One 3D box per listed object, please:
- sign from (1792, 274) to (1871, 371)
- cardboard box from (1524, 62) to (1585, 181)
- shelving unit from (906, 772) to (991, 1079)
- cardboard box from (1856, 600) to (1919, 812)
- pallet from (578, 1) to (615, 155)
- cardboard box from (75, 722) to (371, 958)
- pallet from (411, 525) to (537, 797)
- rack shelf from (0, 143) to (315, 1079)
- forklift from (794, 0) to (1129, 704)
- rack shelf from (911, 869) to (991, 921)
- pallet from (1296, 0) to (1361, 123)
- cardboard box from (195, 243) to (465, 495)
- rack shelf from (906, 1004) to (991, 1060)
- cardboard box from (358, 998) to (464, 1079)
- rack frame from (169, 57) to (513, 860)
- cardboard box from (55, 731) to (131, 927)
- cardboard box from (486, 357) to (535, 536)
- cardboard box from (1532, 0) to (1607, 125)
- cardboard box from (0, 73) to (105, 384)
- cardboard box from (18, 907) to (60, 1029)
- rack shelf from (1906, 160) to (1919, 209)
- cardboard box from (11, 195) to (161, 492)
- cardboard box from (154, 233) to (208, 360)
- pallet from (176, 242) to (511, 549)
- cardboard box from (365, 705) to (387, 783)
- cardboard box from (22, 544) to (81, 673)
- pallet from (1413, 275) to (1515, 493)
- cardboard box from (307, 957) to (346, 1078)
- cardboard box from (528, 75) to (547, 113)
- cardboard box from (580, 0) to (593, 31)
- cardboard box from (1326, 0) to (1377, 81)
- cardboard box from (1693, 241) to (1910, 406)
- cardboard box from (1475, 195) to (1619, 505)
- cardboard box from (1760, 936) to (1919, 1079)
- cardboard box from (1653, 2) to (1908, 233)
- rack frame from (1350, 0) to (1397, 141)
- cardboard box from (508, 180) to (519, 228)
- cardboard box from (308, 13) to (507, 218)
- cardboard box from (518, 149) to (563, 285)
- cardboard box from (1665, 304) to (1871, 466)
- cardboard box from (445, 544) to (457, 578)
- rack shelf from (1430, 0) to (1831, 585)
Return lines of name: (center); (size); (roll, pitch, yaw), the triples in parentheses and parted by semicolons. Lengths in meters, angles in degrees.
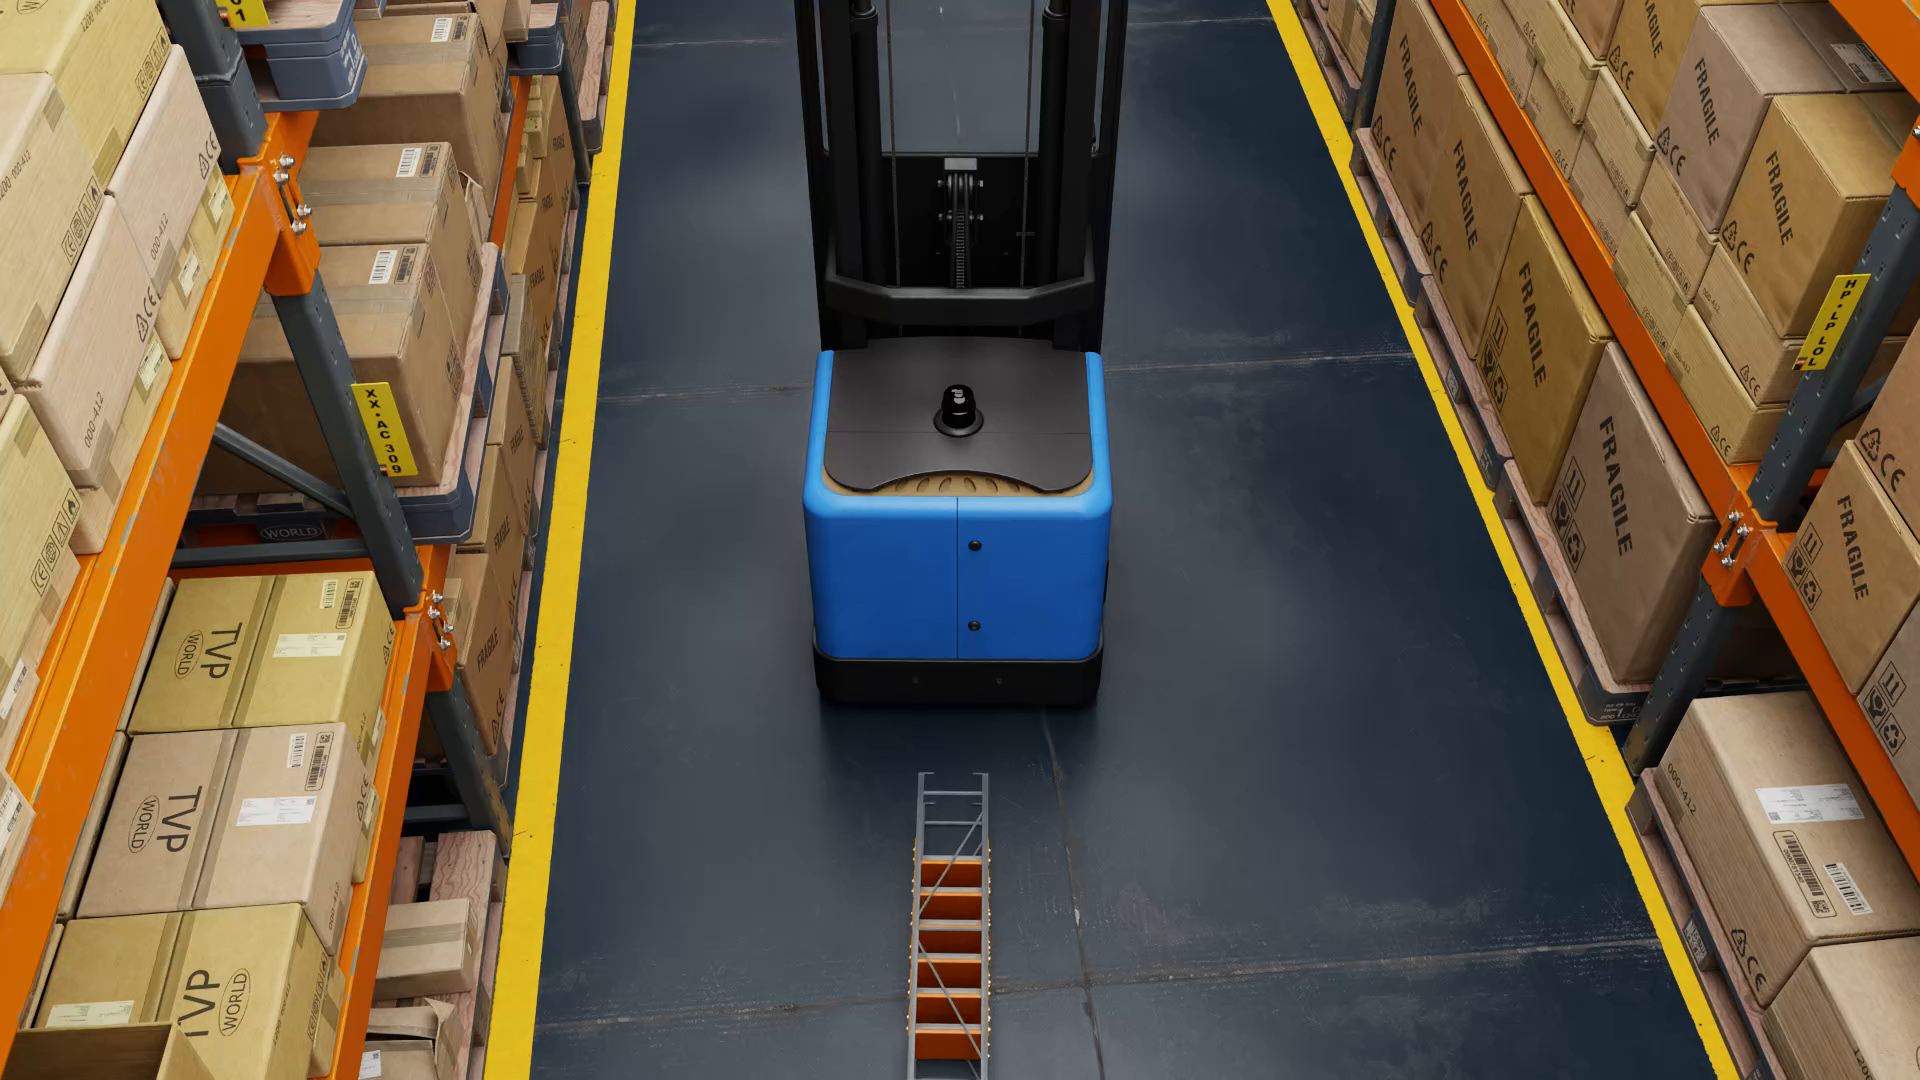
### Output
sign: (2.356, -0.585, 4.495); (0.100, 0.325, 0.005); (-3, 47, -3)
cardboard box: (2.495, -1.620, 6.322); (0.500, 0.250, 0.500); (-3, 47, -3)
shelving unit: (-0.031, 1.302, 5.382); (0.258, 0.189, 1.200); (1, 47, 1)
cardboard box: (2.713, 0.431, 4.207); (0.500, 0.500, 0.500); (-3, 47, -3)
pallet: (-2.415, -2.483, 8.956); (1.003, 0.211, 1.213); (-3, 47, -3)
cardboard box: (-1.707, 0.715, 3.906); (0.500, 0.250, 0.500); (-3, 47, -3)
pallet: (-2.156, 0.423, 6.204); (1.003, 0.211, 1.213); (-3, 47, -3)
rack shelf: (-1.882, 0.713, 2.438); (1.077, 0.370, 4.000); (-3, 47, -3)
forklift: (0.006, -1.461, 6.115); (1.130, 2.935, 3.031); (0, 47, 0)
rack shelf: (-0.029, 1.182, 5.494); (0.258, 0.180, 0.103); (1, 47, 1)
pallet: (2.497, -2.755, 9.214); (1.003, 0.211, 1.213); (-3, 47, -3)
cardboard box: (-1.867, -0.492, 4.792); (0.700, 0.500, 0.500); (-2, 47, -2)
rack shelf: (-0.035, 1.533, 5.166); (0.258, 0.180, 0.103); (1, 47, 1)
cardboard box: (-1.681, 1.489, 4.867); (0.396, 0.266, 0.258); (-2, 47, -2)
rack frame: (-2.050, 0.050, 4.637); (1.000, 3.000, 0.127); (-3, 47, -3)
cardboard box: (-2.228, 0.737, 3.885); (0.500, 0.250, 0.500); (-4, 47, -4)
cardboard box: (-1.958, -0.344, 6.443); (0.500, 0.500, 0.500); (-5, 47, -4)
cardboard box: (2.459, -1.784, 6.132); (0.500, 0.250, 0.500); (-3, 47, -3)
cardboard box: (-1.716, -0.487, 2.633); (0.500, 0.250, 0.500); (-4, 47, -4)
cardboard box: (-2.190, 0.835, 3.275); (0.500, 0.500, 0.500); (-5, 47, -4)
rack shelf: (3.064, 0.409, 2.726); (1.077, 0.370, 4.000); (-3, 47, -3)
cardboard box: (-1.706, -0.323, 2.822); (0.500, 0.250, 0.500); (-5, 47, -5)
cardboard box: (-1.708, -0.475, 3.241); (0.380, 0.149, 0.250); (-4, 47, -3)
pallet: (-2.008, -0.469, 5.260); (1.003, 0.211, 1.213); (-3, 47, -3)
cardboard box: (-1.728, 0.539, 4.347); (0.380, 0.149, 0.250); (-2, 47, -2)
cardboard box: (-1.685, 0.093, 2.703); (0.380, 0.149, 0.250); (-2, 47, -2)
pallet: (2.651, -0.734, 7.300); (1.003, 0.211, 1.213); (-3, 47, -3)
cardboard box: (-1.638, 1.100, 3.815); (0.380, 0.149, 0.250); (-4, 47, -4)
cardboard box: (-2.091, -2.010, 7.573); (0.380, 0.149, 0.250); (-6, 47, -5)
cardboard box: (-2.486, -3.096, 8.963); (0.875, 0.625, 0.625); (-2, 47, -2)
cardboard box: (2.524, -2.798, 8.855); (0.950, 0.372, 0.625); (-6, 47, -6)
cardboard box: (2.617, -0.679, 5.086); (0.500, 0.250, 0.500); (-4, 47, -3)
cardboard box: (2.681, -0.765, 6.583); (0.875, 0.875, 0.875); (-2, 47, -2)
cardboard box: (2.917, 1.591, 4.653); (0.875, 0.438, 0.875); (-5, 47, -4)
cardboard box: (2.558, -1.314, 5.171); (0.500, 0.500, 0.500); (-3, 47, -3)
rack frame: (2.561, -3.148, 7.666); (1.000, 3.000, 0.127); (-3, 47, -3)
cardboard box: (-2.082, -1.427, 7.021); (0.380, 0.149, 0.250); (-2, 47, -2)
cardboard box: (-1.976, -1.435, 5.685); (0.700, 0.500, 0.500); (-4, 47, -3)
cardboard box: (-2.104, -1.473, 7.512); (0.500, 0.500, 0.500); (-4, 47, -4)
cardboard box: (2.607, -0.512, 5.272); (0.500, 0.250, 0.500); (-4, 47, -4)
cardboard box: (-1.915, 0.071, 5.603); (0.380, 0.149, 0.250); (-5, 47, -4)
rack shelf: (2.729, -1.454, 6.556); (1.077, 0.370, 4.000); (-3, 47, -3)
